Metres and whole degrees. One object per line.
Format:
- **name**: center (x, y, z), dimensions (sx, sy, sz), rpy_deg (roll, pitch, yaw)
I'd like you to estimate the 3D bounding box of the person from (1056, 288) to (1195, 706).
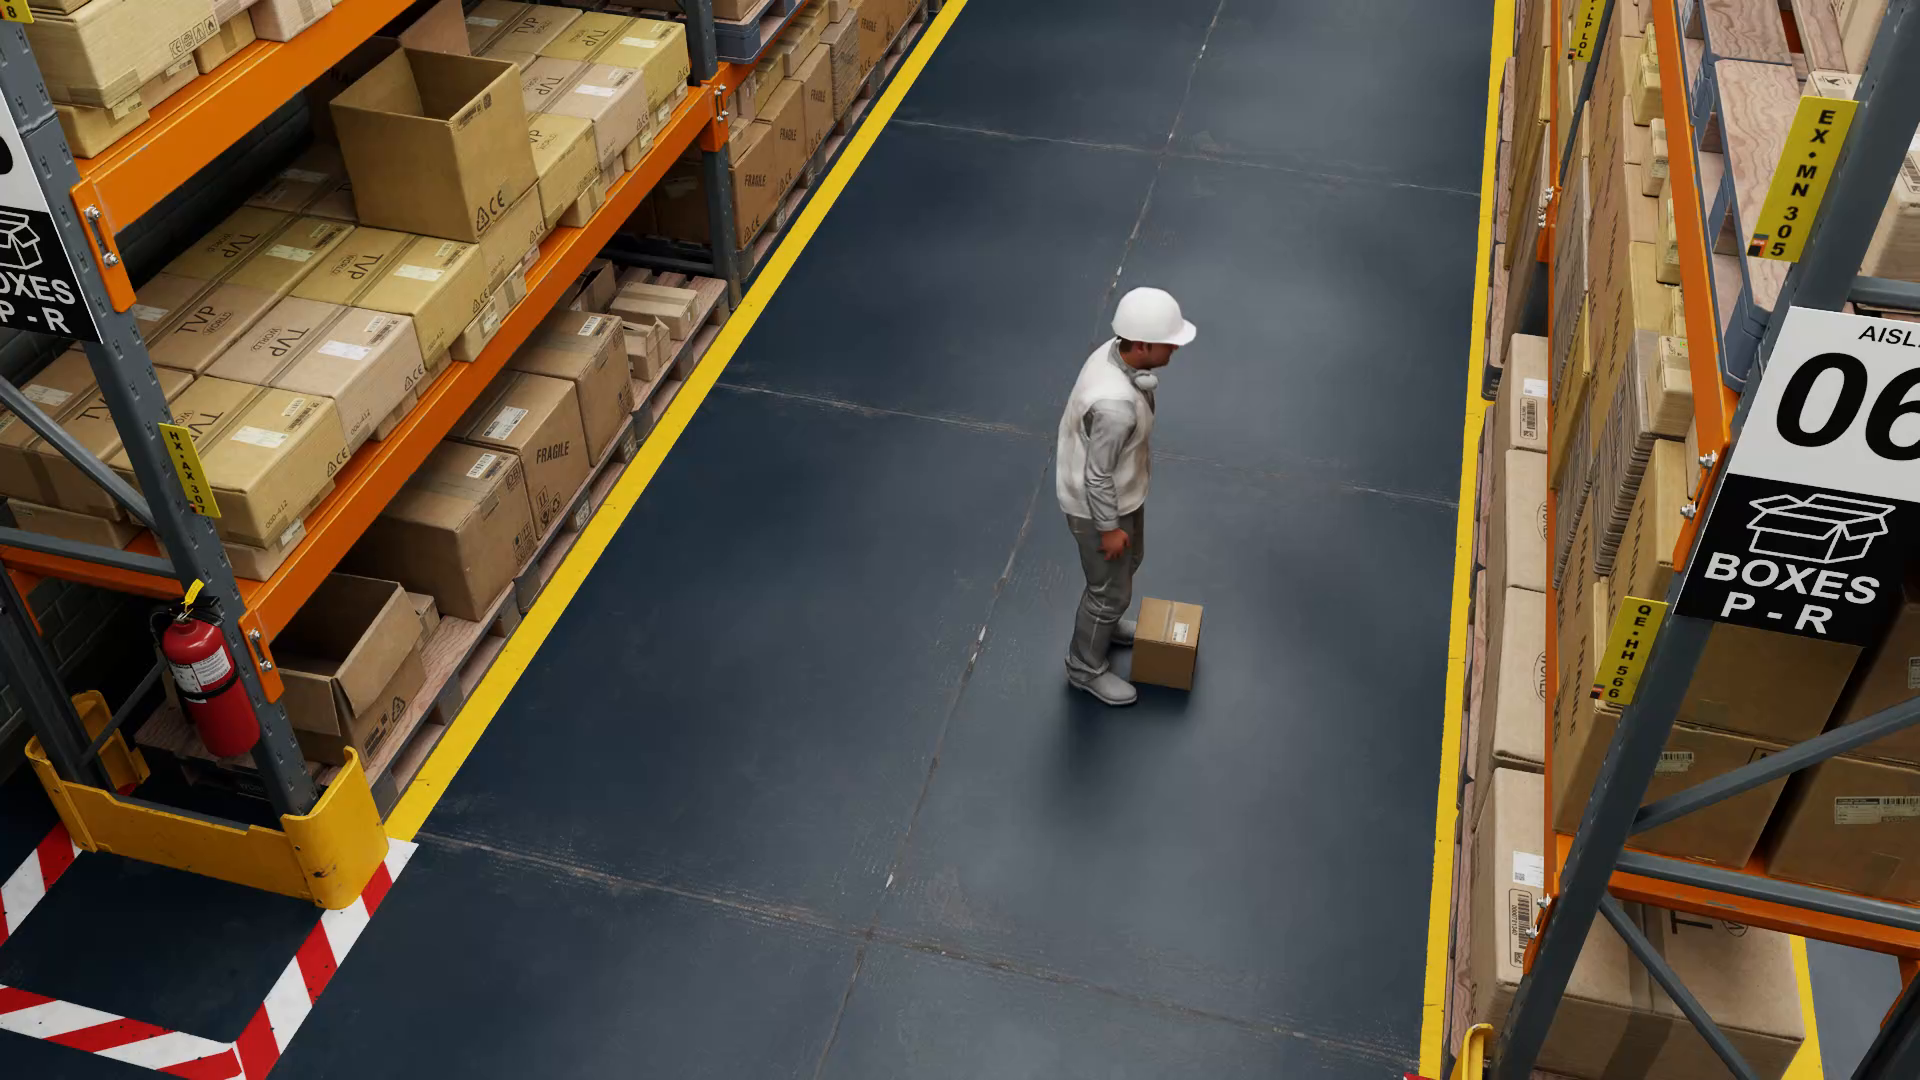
- **person**: center (0.595, -0.188, 6.355), dimensions (0.462, 1.772, 0.580), rpy_deg (10, 42, 11)
